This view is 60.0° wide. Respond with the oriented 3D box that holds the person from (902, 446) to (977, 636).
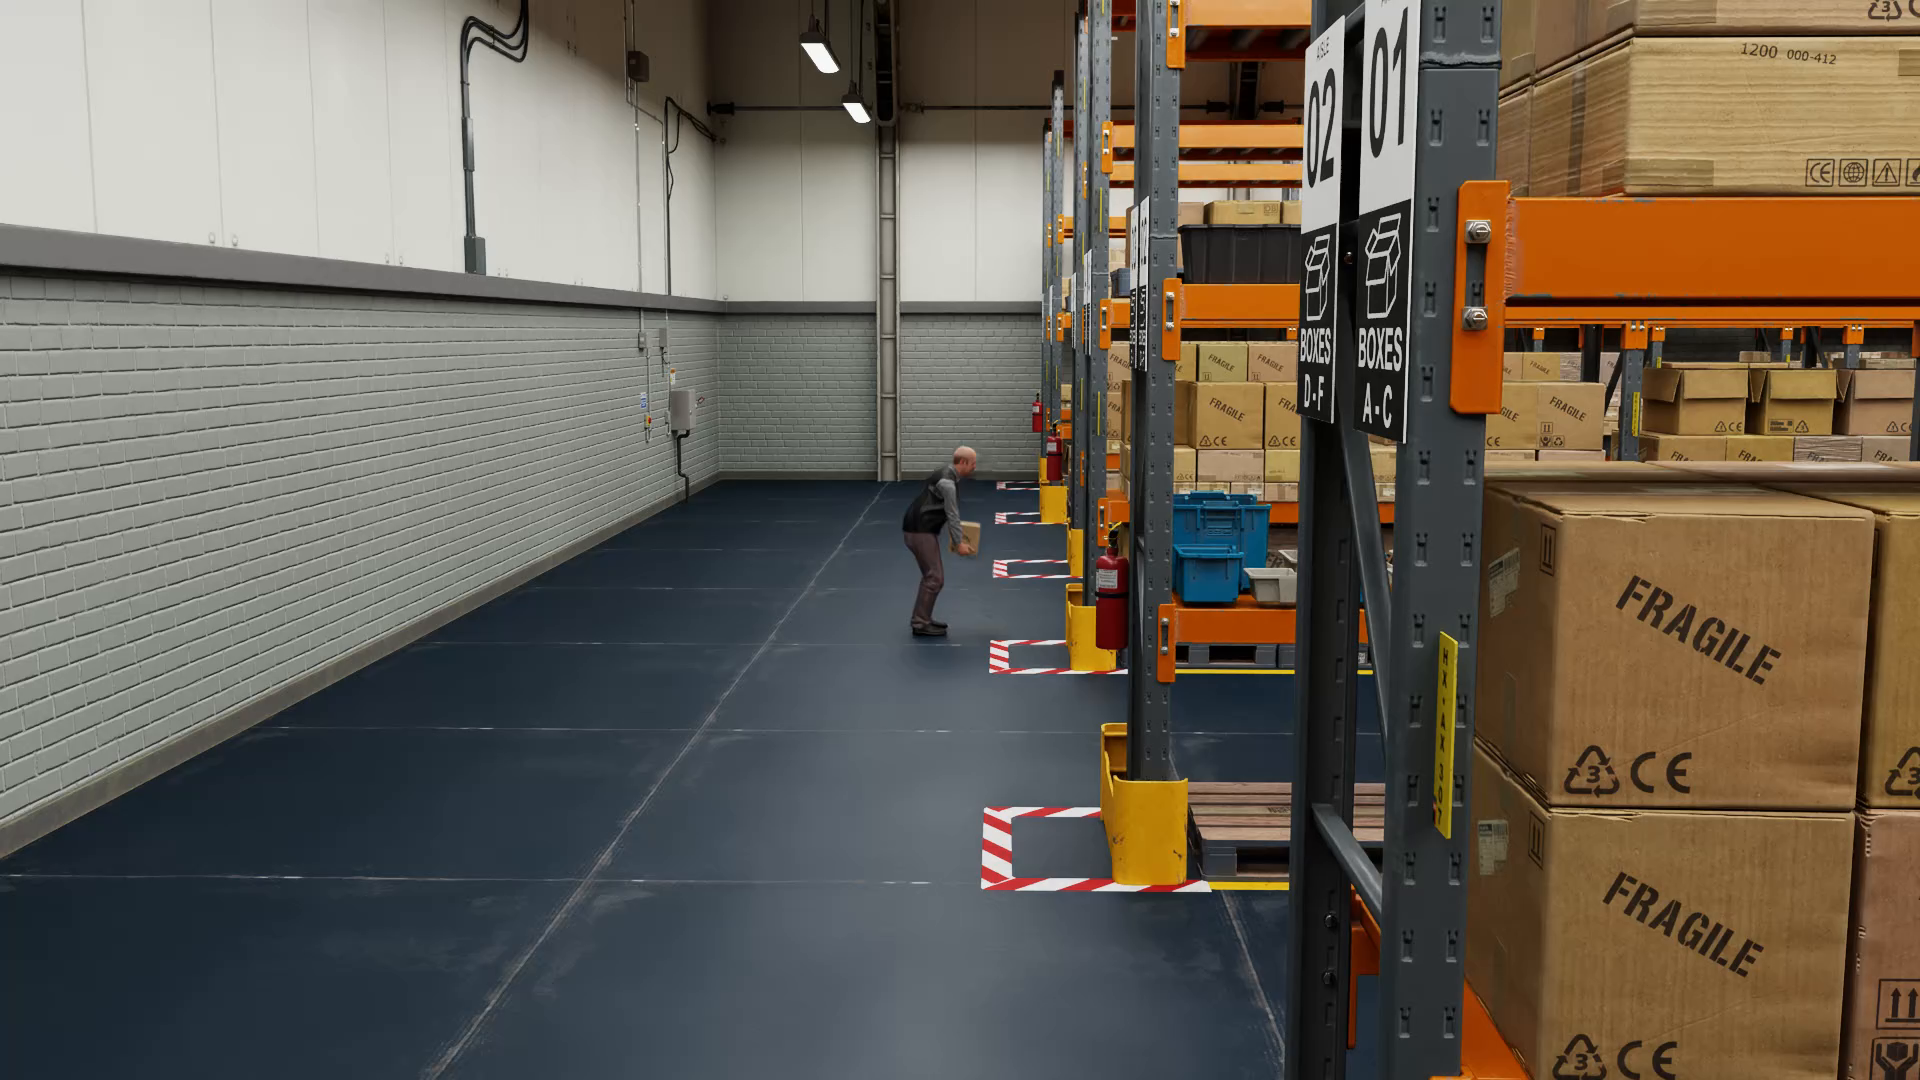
[{"bbox_3d":[-0.179,-0.001,14.328,0.646,1.615,0.475,0,7,0],"label":"person"}]
